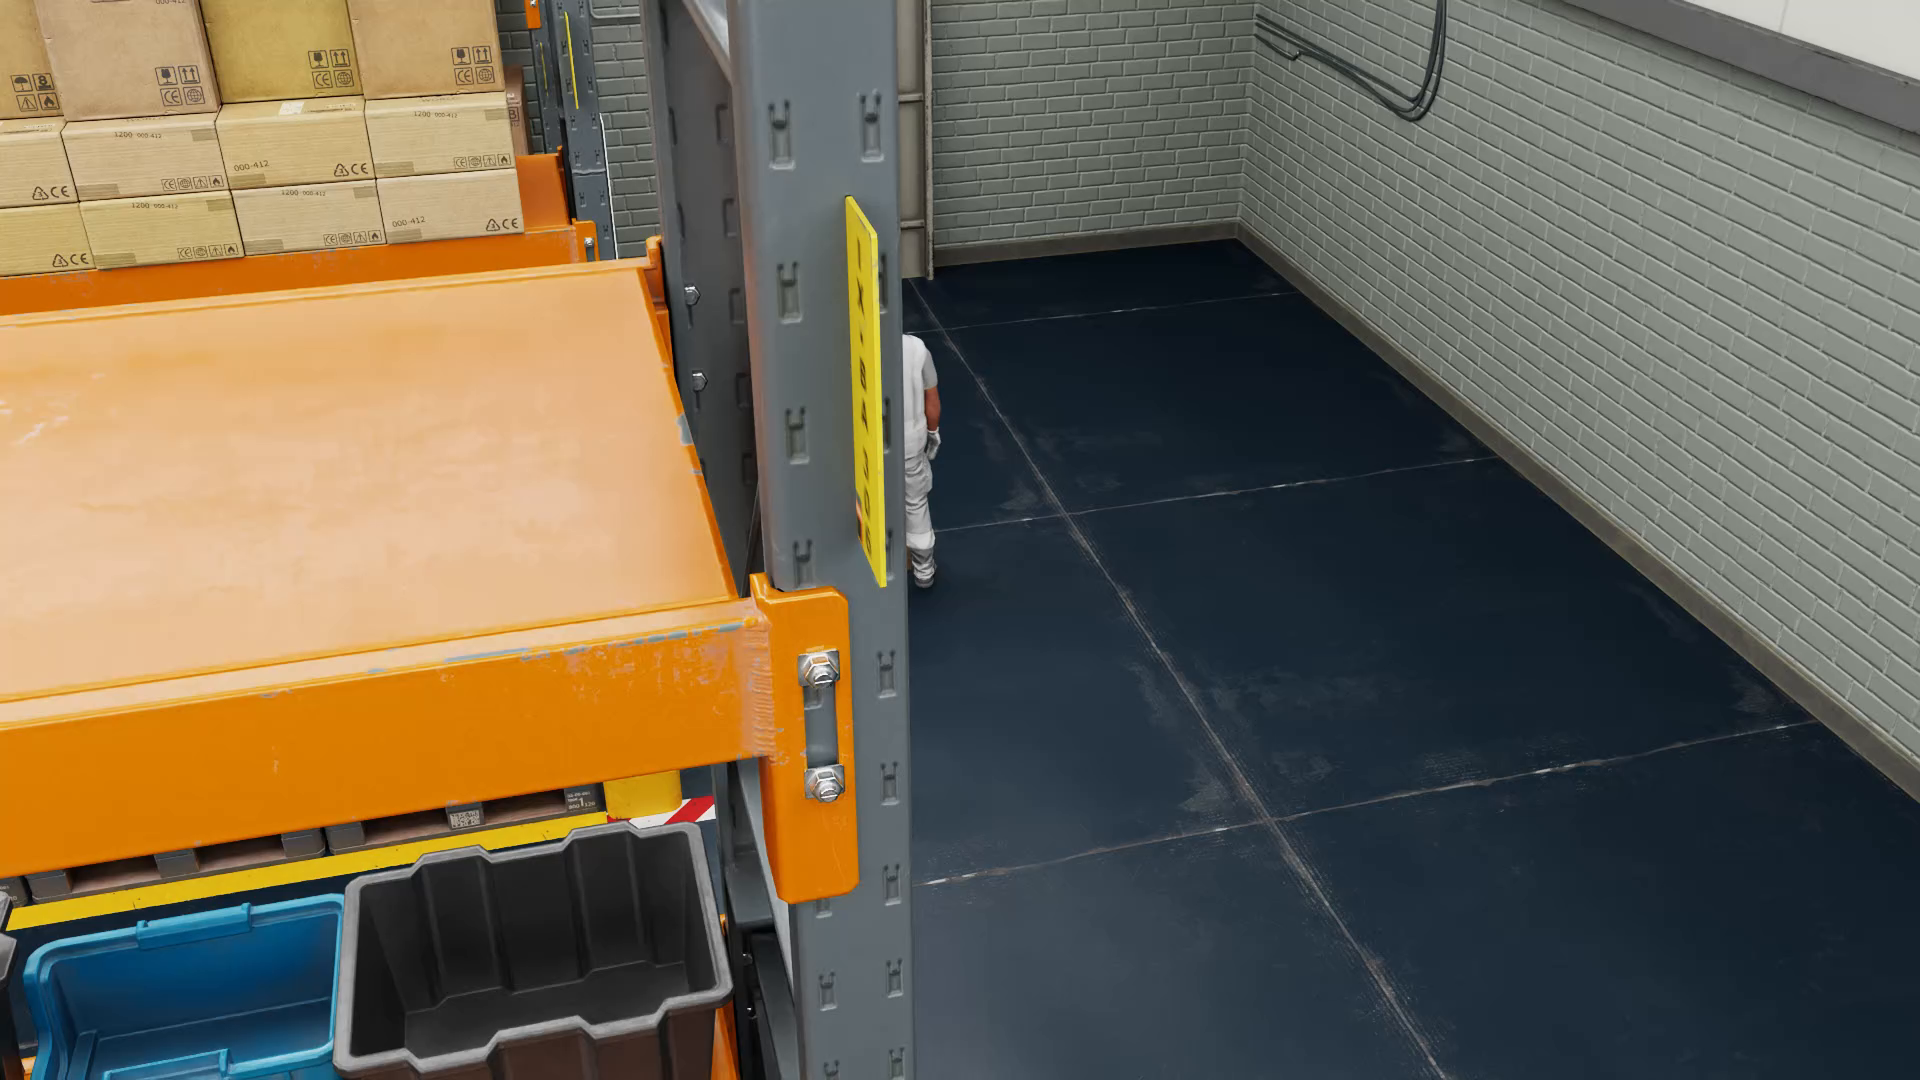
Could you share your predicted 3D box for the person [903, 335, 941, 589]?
[{"bbox_3d":[-0.394,-0.523,9.020,0.620,1.780,0.445,-9,31,-16],"label":"person"}]
